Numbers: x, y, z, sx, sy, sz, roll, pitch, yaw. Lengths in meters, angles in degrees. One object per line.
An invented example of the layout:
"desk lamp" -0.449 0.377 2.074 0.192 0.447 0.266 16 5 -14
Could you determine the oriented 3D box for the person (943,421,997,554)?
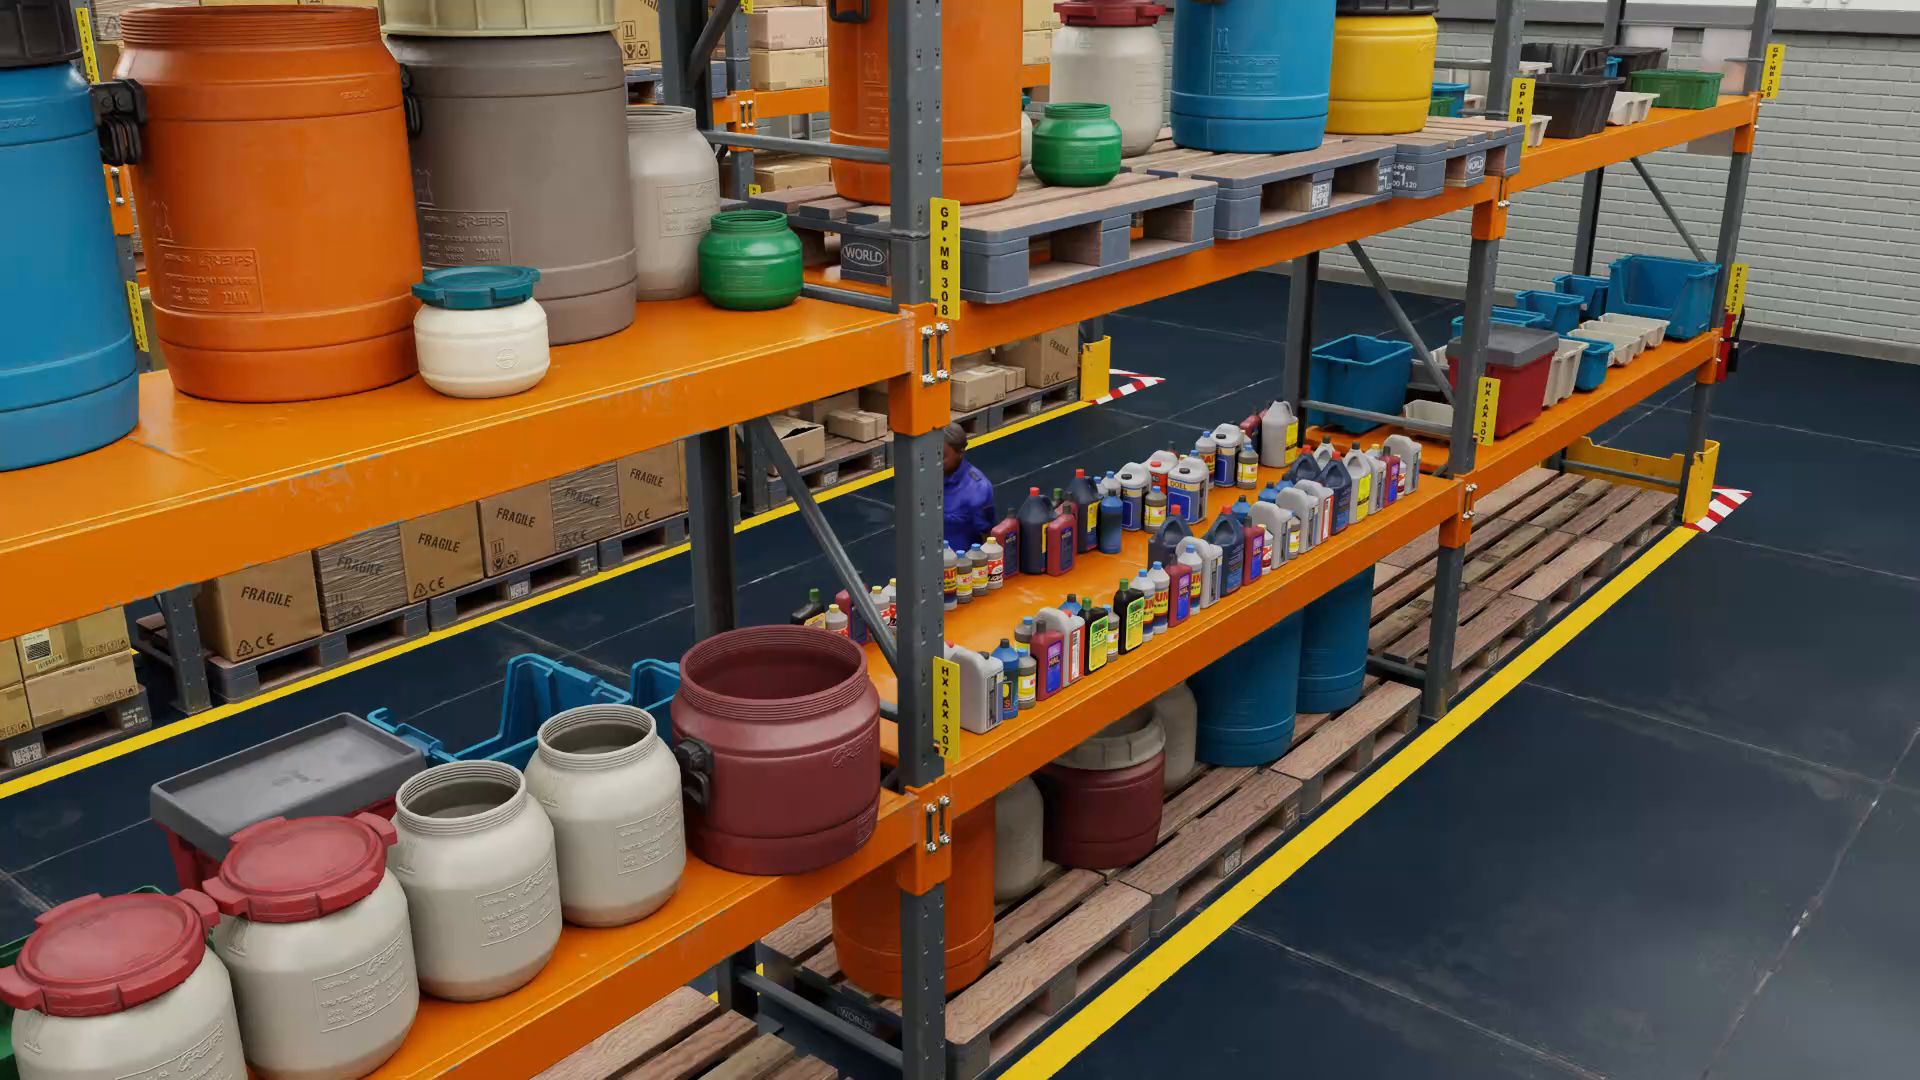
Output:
"person" -0.043 0.197 8.051 0.505 1.654 0.351 15 25 35
